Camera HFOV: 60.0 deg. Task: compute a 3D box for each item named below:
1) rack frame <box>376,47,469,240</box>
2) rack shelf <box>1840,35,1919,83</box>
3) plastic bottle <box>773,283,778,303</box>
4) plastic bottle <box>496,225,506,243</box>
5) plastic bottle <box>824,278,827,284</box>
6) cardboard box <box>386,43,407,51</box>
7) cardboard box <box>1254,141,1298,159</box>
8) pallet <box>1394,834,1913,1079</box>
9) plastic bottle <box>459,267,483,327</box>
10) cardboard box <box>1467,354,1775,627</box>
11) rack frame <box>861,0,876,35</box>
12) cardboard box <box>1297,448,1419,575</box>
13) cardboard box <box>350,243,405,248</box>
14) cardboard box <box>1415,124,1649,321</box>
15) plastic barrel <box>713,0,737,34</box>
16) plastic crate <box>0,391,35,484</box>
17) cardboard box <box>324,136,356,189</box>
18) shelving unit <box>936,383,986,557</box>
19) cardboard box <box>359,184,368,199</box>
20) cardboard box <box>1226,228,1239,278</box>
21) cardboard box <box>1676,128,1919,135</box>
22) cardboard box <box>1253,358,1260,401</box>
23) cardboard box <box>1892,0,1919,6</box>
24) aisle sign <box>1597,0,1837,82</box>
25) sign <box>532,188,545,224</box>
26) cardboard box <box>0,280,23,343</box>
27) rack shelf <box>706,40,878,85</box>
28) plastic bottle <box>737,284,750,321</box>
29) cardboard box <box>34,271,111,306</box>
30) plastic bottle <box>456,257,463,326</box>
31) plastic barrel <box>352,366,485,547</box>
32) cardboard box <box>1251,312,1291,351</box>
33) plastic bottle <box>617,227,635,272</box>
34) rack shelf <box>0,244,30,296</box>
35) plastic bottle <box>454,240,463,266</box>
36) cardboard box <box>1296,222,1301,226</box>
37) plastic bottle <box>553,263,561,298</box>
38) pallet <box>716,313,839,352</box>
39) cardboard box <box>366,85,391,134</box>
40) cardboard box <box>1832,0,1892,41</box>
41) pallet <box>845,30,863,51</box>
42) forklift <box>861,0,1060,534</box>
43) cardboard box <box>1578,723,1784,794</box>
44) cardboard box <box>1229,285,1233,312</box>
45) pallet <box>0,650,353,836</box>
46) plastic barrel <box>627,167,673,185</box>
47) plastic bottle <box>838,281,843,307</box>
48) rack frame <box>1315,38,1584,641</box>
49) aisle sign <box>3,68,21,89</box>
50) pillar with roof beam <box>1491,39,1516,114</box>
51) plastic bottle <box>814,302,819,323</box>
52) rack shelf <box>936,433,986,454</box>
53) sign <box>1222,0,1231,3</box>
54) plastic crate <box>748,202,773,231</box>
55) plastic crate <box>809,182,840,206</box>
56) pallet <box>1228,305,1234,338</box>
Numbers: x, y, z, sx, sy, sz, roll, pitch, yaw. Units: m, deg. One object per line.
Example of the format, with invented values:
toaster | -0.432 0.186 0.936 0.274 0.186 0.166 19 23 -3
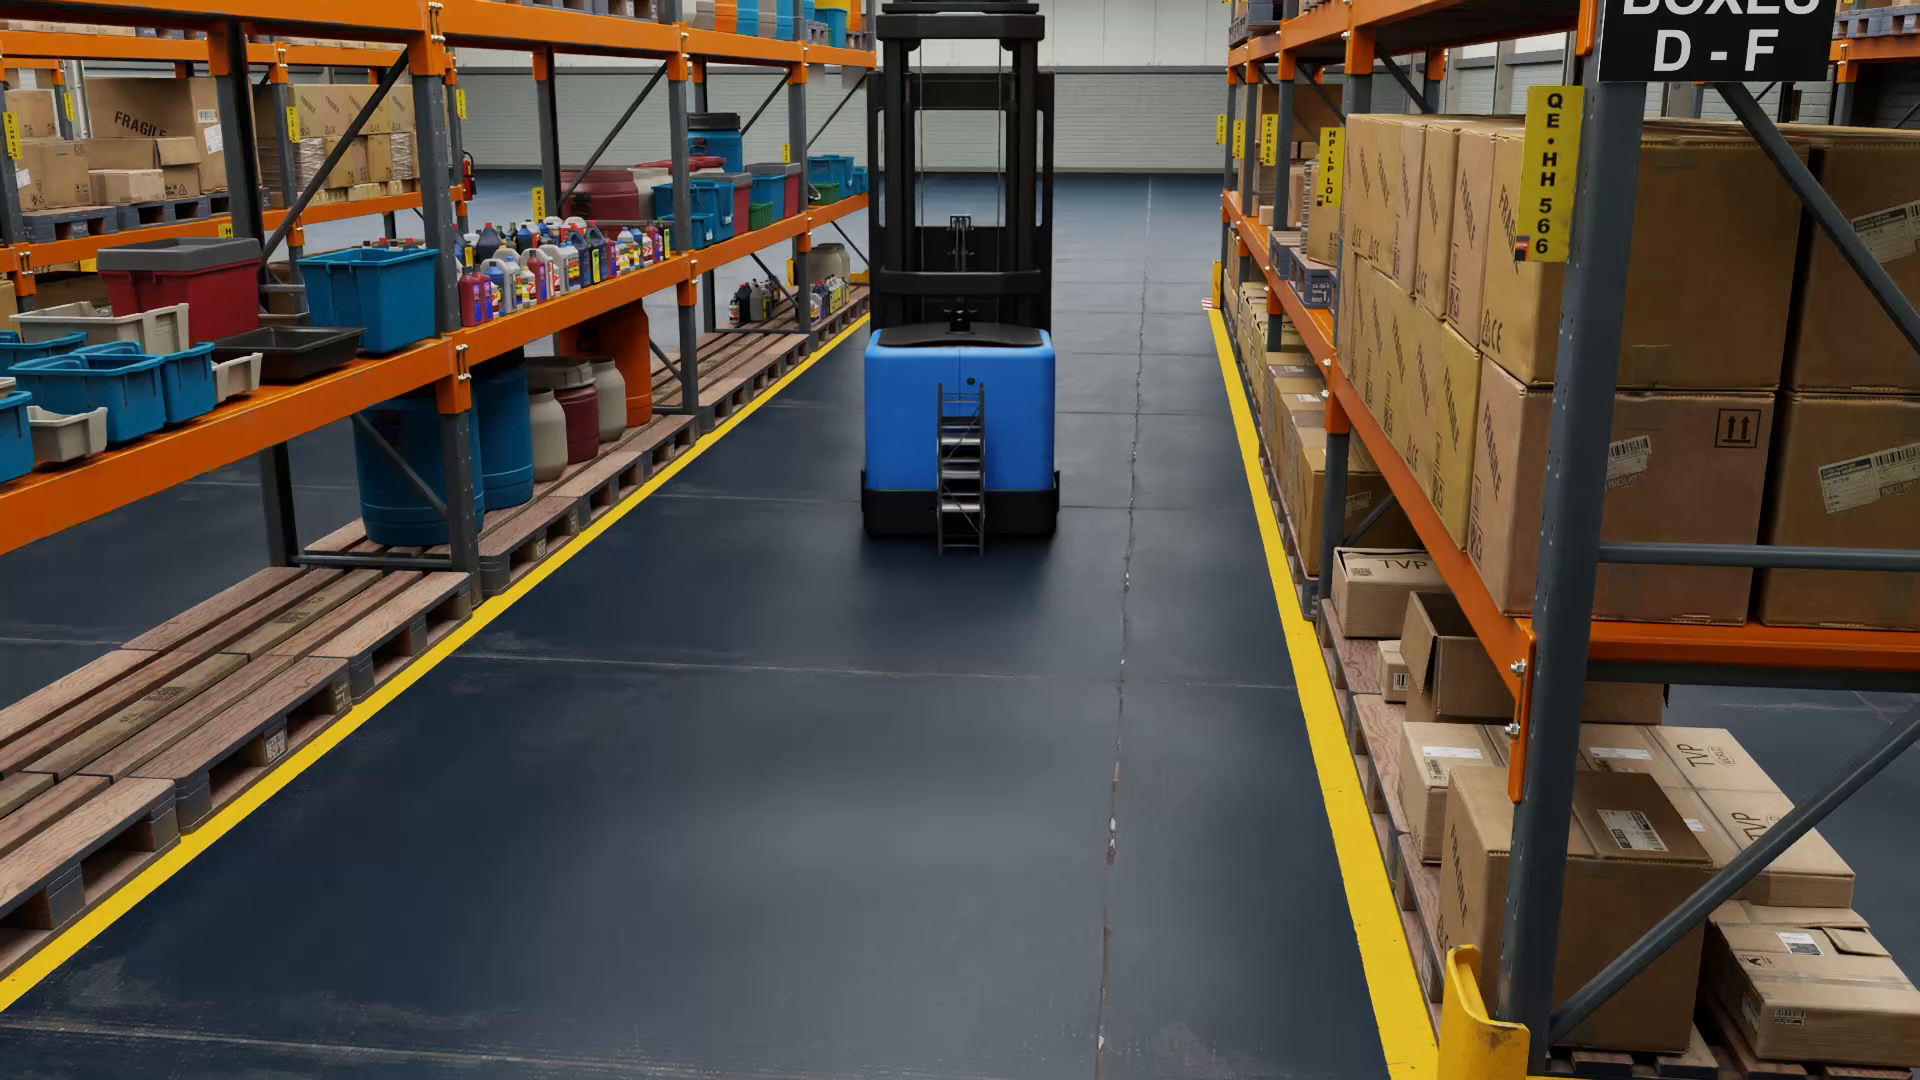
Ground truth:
rack frame | -6.375 -4.400 19.688 1.000 3.000 0.127 2 15 6
rack shelf | 7.713 -3.507 12.016 1.077 0.370 4.000 2 15 6
plastic bottle | -1.980 -2.628 17.652 0.097 0.201 0.097 0 15 0
plastic bottle | -2.865 -1.807 10.322 0.061 0.283 0.133 2 15 6
plastic bottle | -1.387 -2.604 17.408 0.061 0.283 0.133 2 15 6
cardboard box | -6.297 -5.381 17.856 0.500 0.250 0.500 2 15 7
cardboard box | 2.834 -3.508 14.955 0.380 0.149 0.250 2 15 6
pallet | 1.760 1.162 4.460 1.003 0.211 1.213 2 15 6
plastic bottle | -2.342 -1.168 7.959 0.061 0.283 0.133 2 15 6
cardboard box | 1.442 -0.130 3.705 0.500 0.500 0.500 2 15 8
rack frame | -1.454 -7.150 18.365 1.000 3.000 0.127 2 15 6
cardboard box | 1.884 -0.137 7.868 0.500 0.500 0.500 2 15 6
cardboard box | -6.496 -3.079 18.785 0.500 0.500 0.500 6 16 21
cardboard box | 1.549 -0.878 4.554 0.500 0.500 0.500 2 15 8
plastic barrel | -1.974 -4.211 12.419 0.600 0.830 0.708 2 15 6
plastic crate | -2.830 -0.278 4.648 0.416 0.233 0.300 2 15 6
cardboard box | -6.623 -3.798 16.700 0.875 0.500 0.500 2 15 6
shelving unit | 0.005 -0.370 8.807 0.258 0.900 0.210 0 15 0
cardboard box | -6.387 -3.613 17.259 0.380 0.149 0.250 2 15 6
cardboard box | 3.132 -3.082 17.841 0.500 0.500 0.500 2 15 6
cardboard box | 2.026 -0.732 4.014 0.500 0.500 0.500 2 15 7
cardboard box | 2.437 -1.185 12.262 0.500 0.250 0.500 2 15 6
cardboard box | 7.798 -4.484 13.257 0.500 0.500 0.500 4 16 14
aisle sign | 1.350 -1.204 2.887 0.394 0.787 0.004 2 15 6
sign | -2.904 -2.272 11.507 0.100 0.325 0.005 2 15 6
cardboard box | -7.376 -1.324 11.577 1.225 0.875 0.875 1 15 4
rack shelf | -1.679 -4.836 16.932 1.077 0.370 4.000 2 15 6
plastic bottle | -2.119 -2.326 16.249 0.144 0.351 0.185 1 15 5
cardboard box | -7.182 -2.005 13.341 0.500 0.250 0.500 3 16 13
plastic bottle | -2.441 -1.210 7.986 0.144 0.351 0.185 2 15 6
plastic barrel | -2.729 -0.472 8.377 0.600 0.901 0.708 2 15 6
cardboard box | 2.491 -1.587 12.675 0.500 0.311 0.500 2 15 6
plastic bottle | -2.079 -1.809 10.354 0.097 0.271 0.097 0 15 0
rack shelf | -7.503 -1.459 10.190 1.077 0.370 4.000 2 15 6
plastic bottle | -2.884 -1.576 9.489 0.097 0.271 0.097 0 15 0
cardboard box | 2.653 -2.244 12.194 0.380 0.149 0.250 3 15 10
plastic bottle | -2.232 -1.424 9.063 0.097 0.201 0.097 0 15 0
pallet | -1.788 -2.044 16.315 1.003 0.211 1.213 2 15 6
cardboard box | -6.366 -4.536 17.513 0.500 0.500 0.500 2 15 6
cardboard box | 7.750 -4.570 14.339 0.500 0.500 0.500 2 15 8
pallet | -1.644 -5.399 17.998 1.003 0.211 1.213 2 15 6
forklift | 0.004 -1.774 10.109 1.130 2.935 3.031 0 15 0
cardboard box | 2.118 0.765 5.010 0.500 0.250 0.500 2 15 6
cardboard box | 3.015 -2.461 16.980 0.500 0.250 0.500 2 15 6
pallet | -2.987 0.713 6.119 1.003 0.211 1.213 2 15 6
plastic barrel | -2.405 -2.616 12.874 0.421 0.512 0.421 0 15 0
plastic bottle | -1.297 -2.562 17.265 0.152 0.276 0.135 1 15 5
rack frame | 2.114 -0.995 7.095 1.000 3.000 0.127 2 15 6
aisle sign | -11.582 -5.854 20.086 0.394 0.787 0.004 2 15 6
pillar with roof beam | 6.924 -11.447 34.254 9.100 9.000 0.400 2 15 6
plastic bottle | -1.411 -2.201 16.072 0.097 0.201 0.097 0 15 0
rack shelf | 0.005 -0.512 8.769 0.258 0.077 0.200 0 15 0
sign | 2.917 -6.033 18.155 0.100 0.325 0.005 2 15 6
plastic crate | -1.821 -2.654 13.638 0.450 0.188 0.662 2 15 6
plastic crate | -1.471 -3.458 16.610 0.450 0.188 0.662 2 15 6
pallet | 3.283 -2.246 17.064 1.003 0.211 1.213 2 15 6
